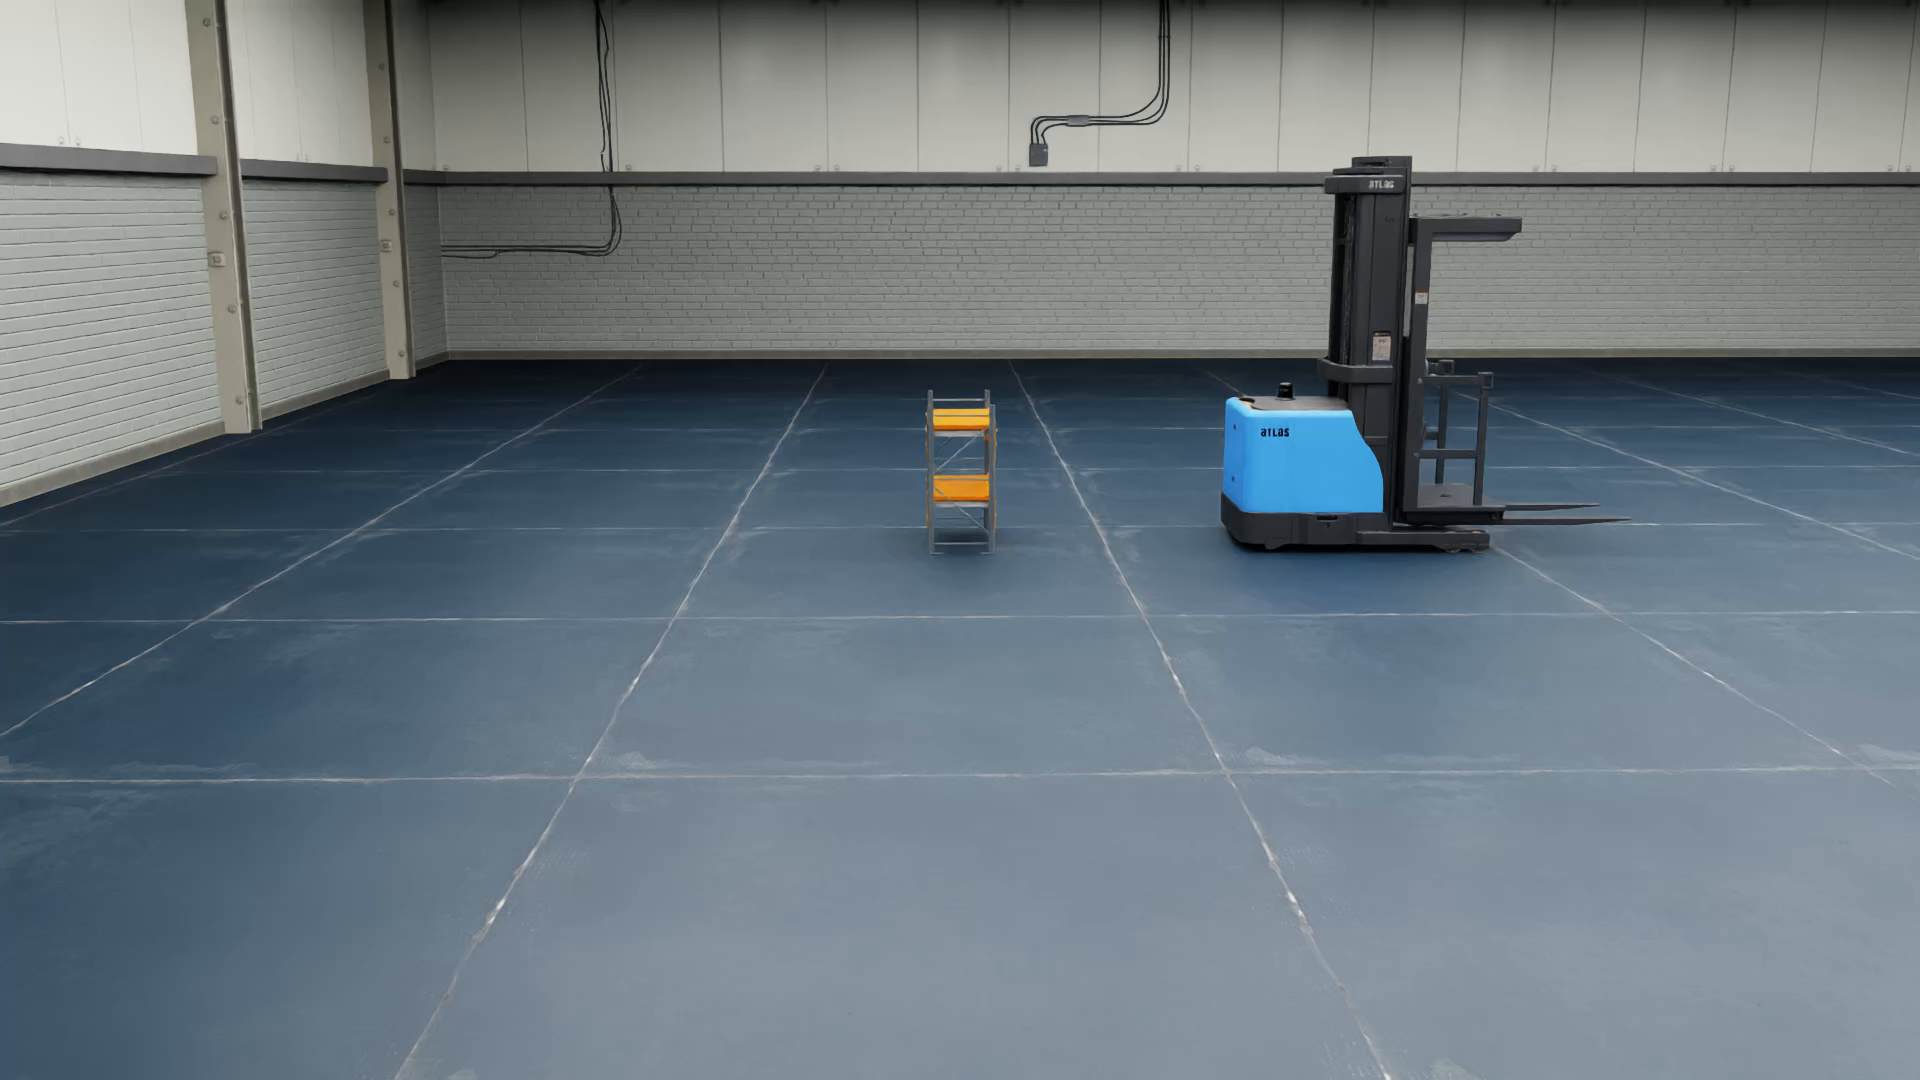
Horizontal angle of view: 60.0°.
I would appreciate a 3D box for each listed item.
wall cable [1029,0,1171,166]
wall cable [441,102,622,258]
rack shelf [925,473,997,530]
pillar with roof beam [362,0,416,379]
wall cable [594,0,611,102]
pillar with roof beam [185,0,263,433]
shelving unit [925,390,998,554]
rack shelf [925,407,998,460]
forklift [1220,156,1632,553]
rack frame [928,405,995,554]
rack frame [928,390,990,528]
[{"bbox_3d":[2.307,-9.161,27.028,2.305,6.003,0.169,0,11,-1],"label":"wall cable"},{"bbox_3d":[-7.185,-5.937,27.498,3.097,2.526,0.112,0,11,-1],"label":"wall cable"},{"bbox_3d":[0.000,-0.310,12.989,0.538,0.278,1.000,0,11,-1],"label":"rack shelf"},{"bbox_3d":[-4.142,-6.885,24.364,9.100,9.000,0.400,0,11,-1],"label":"pillar with roof beam"},{"bbox_3d":[-4.480,-8.423,27.051,3.097,2.526,0.112,0,11,-1],"label":"wall cable"},{"bbox_3d":[-4.018,-5.692,18.485,9.100,9.000,0.400,0,11,-1],"label":"pillar with roof beam"},{"bbox_3d":[0.000,-0.550,12.941,0.538,1.125,1.048,0,11,-1],"label":"shelving unit"},{"bbox_3d":[0.000,-0.837,12.882,0.538,0.278,1.000,0,11,-1],"label":"rack shelf"},{"bbox_3d":[3.630,-1.443,12.798,3.031,2.935,1.130,0,11,0],"label":"forklift"},{"bbox_3d":[0.011,-0.449,12.443,0.500,1.125,0.032,0,11,-1],"label":"rack frame"},{"bbox_3d":[-0.010,-0.651,13.439,0.500,1.125,0.032,0,11,-1],"label":"rack frame"}]
